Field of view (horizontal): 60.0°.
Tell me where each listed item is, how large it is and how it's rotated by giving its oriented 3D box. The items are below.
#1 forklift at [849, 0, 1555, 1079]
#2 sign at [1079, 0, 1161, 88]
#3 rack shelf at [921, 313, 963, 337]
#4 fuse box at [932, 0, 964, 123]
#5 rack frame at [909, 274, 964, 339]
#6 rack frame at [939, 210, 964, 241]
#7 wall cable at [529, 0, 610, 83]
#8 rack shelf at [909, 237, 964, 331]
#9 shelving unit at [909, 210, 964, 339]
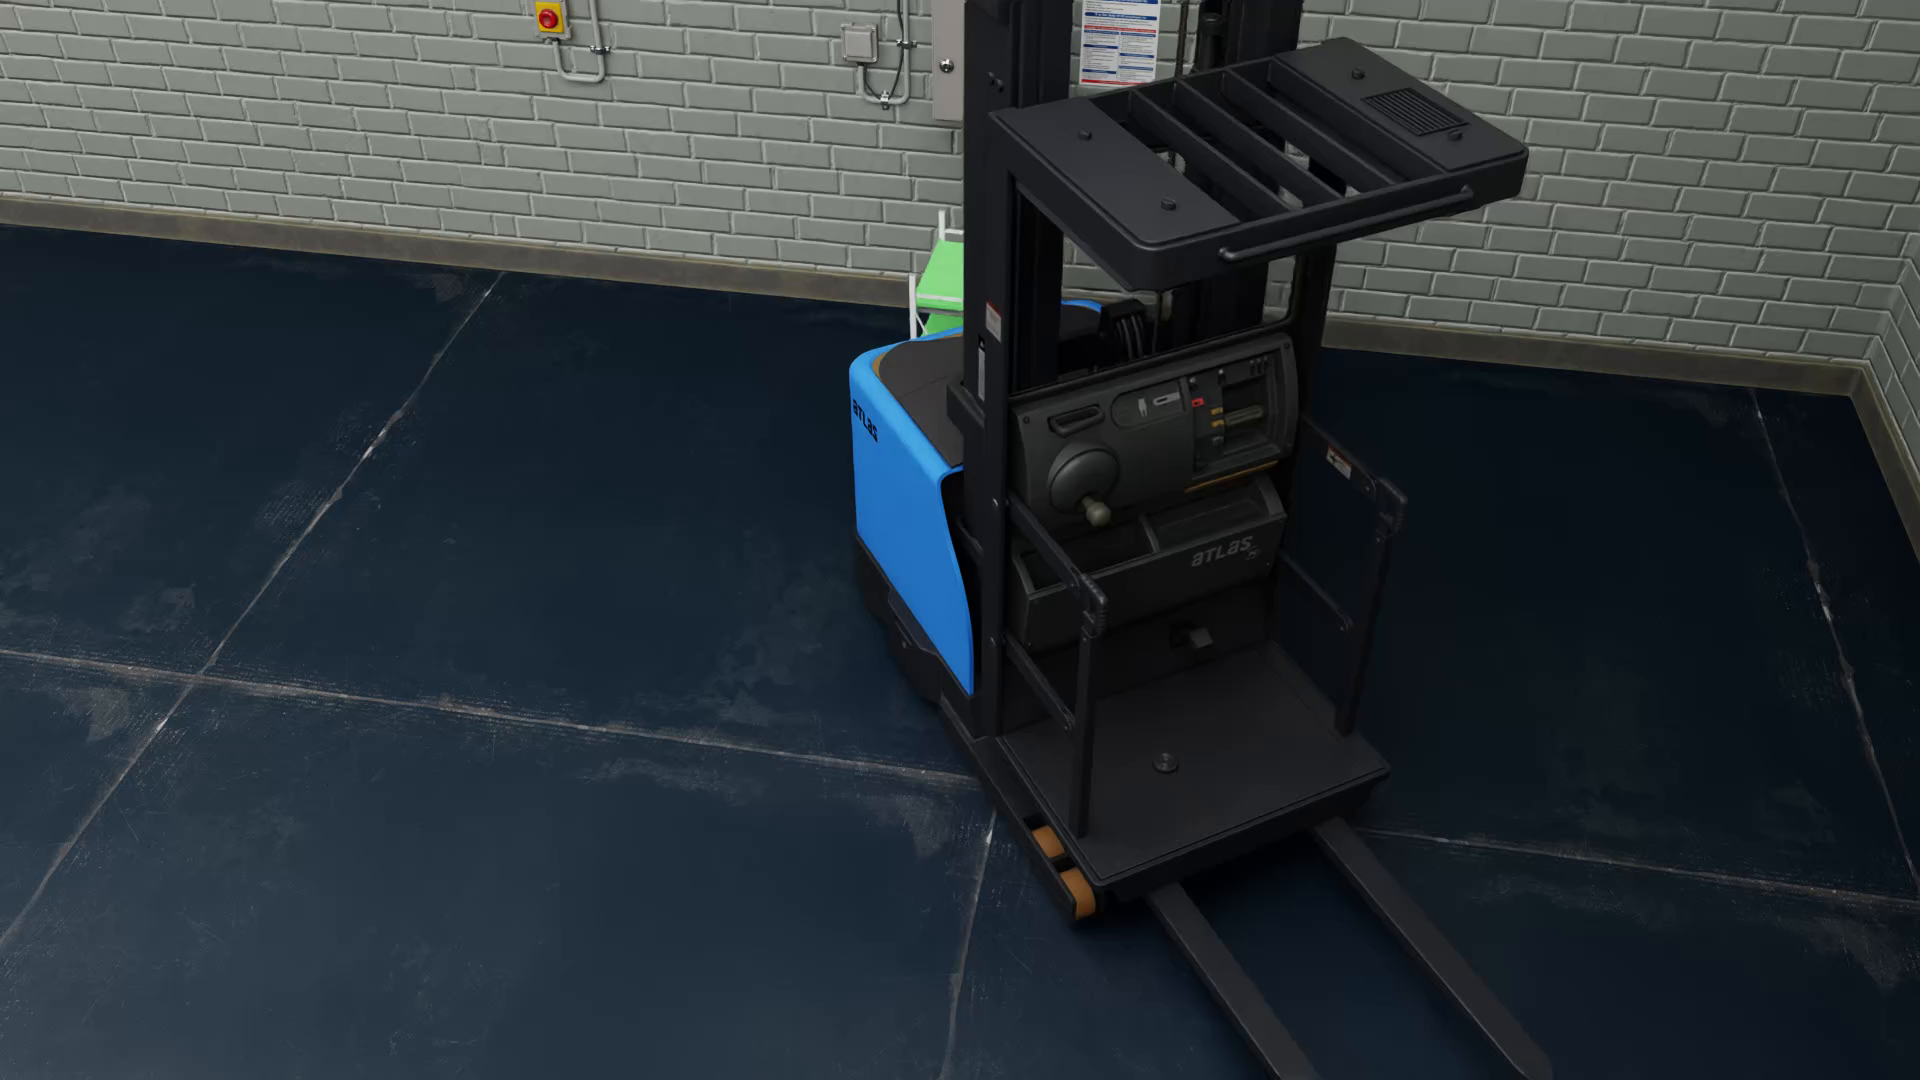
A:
[{"bbox_3d":[0.689,-0.245,4.746,1.130,2.935,3.031,-17,43,-20],"label":"forklift"},{"bbox_3d":[0.681,-2.164,7.088,0.329,0.494,0.001,6,40,8],"label":"sign"},{"bbox_3d":[-0.014,-0.772,6.466,0.258,0.148,0.480,8,40,9],"label":"rack shelf"},{"bbox_3d":[0.159,-1.629,7.377,0.539,1.711,0.414,6,40,8],"label":"fuse box"},{"bbox_3d":[-0.065,-0.484,6.394,0.240,1.200,0.015,8,40,9],"label":"rack frame"},{"bbox_3d":[0.037,-0.788,6.762,0.240,1.200,0.015,8,40,9],"label":"rack frame"},{"bbox_3d":[-1.885,-2.852,7.024,0.585,1.953,0.123,6,40,8],"label":"wall cable"},{"bbox_3d":[-0.014,-0.957,6.313,0.258,0.148,0.480,8,40,9],"label":"rack shelf"},{"bbox_3d":[-0.014,-0.636,6.578,0.258,1.200,0.503,8,40,9],"label":"shelving unit"}]
